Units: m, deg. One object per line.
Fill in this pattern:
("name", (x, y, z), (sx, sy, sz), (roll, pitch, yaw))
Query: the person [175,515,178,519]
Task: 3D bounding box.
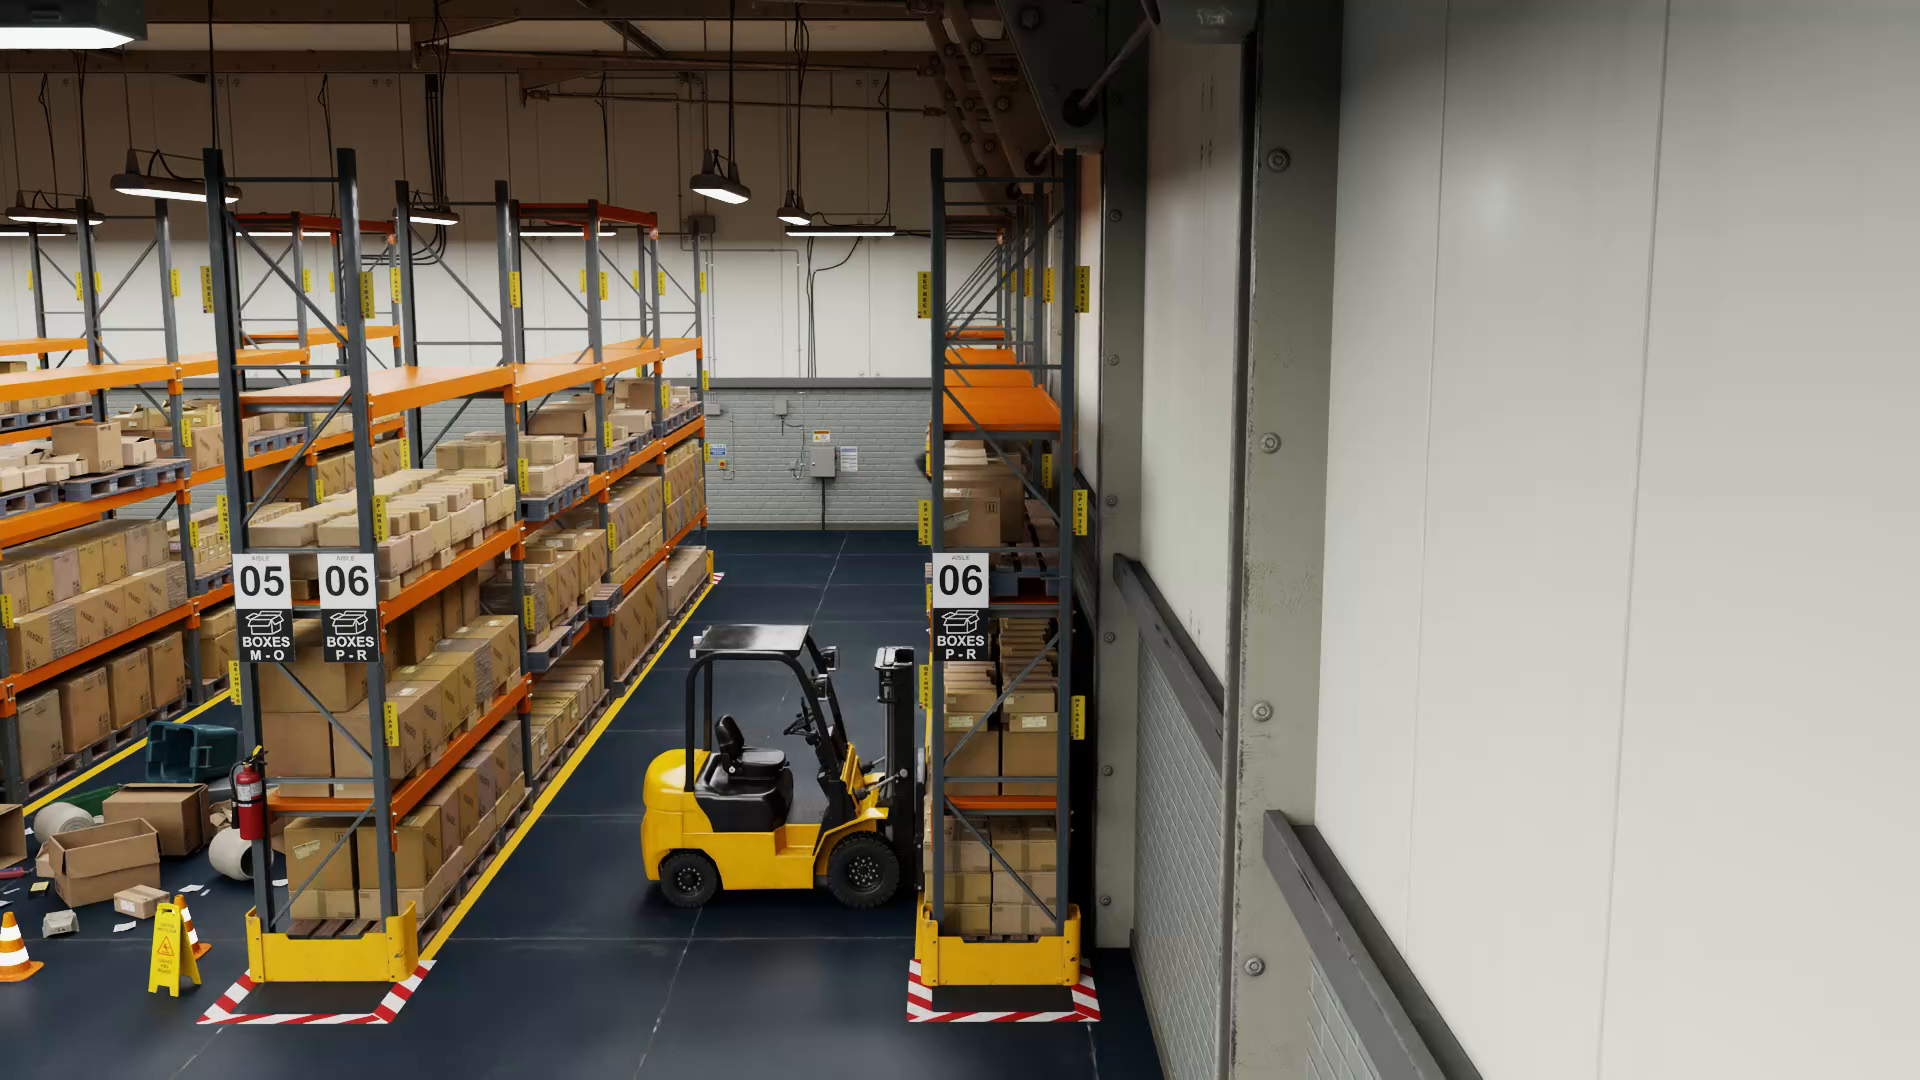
("person", (-11.544, 0.425, 24.799), (0.614, 1.631, 0.575), (1, 9, 4))
